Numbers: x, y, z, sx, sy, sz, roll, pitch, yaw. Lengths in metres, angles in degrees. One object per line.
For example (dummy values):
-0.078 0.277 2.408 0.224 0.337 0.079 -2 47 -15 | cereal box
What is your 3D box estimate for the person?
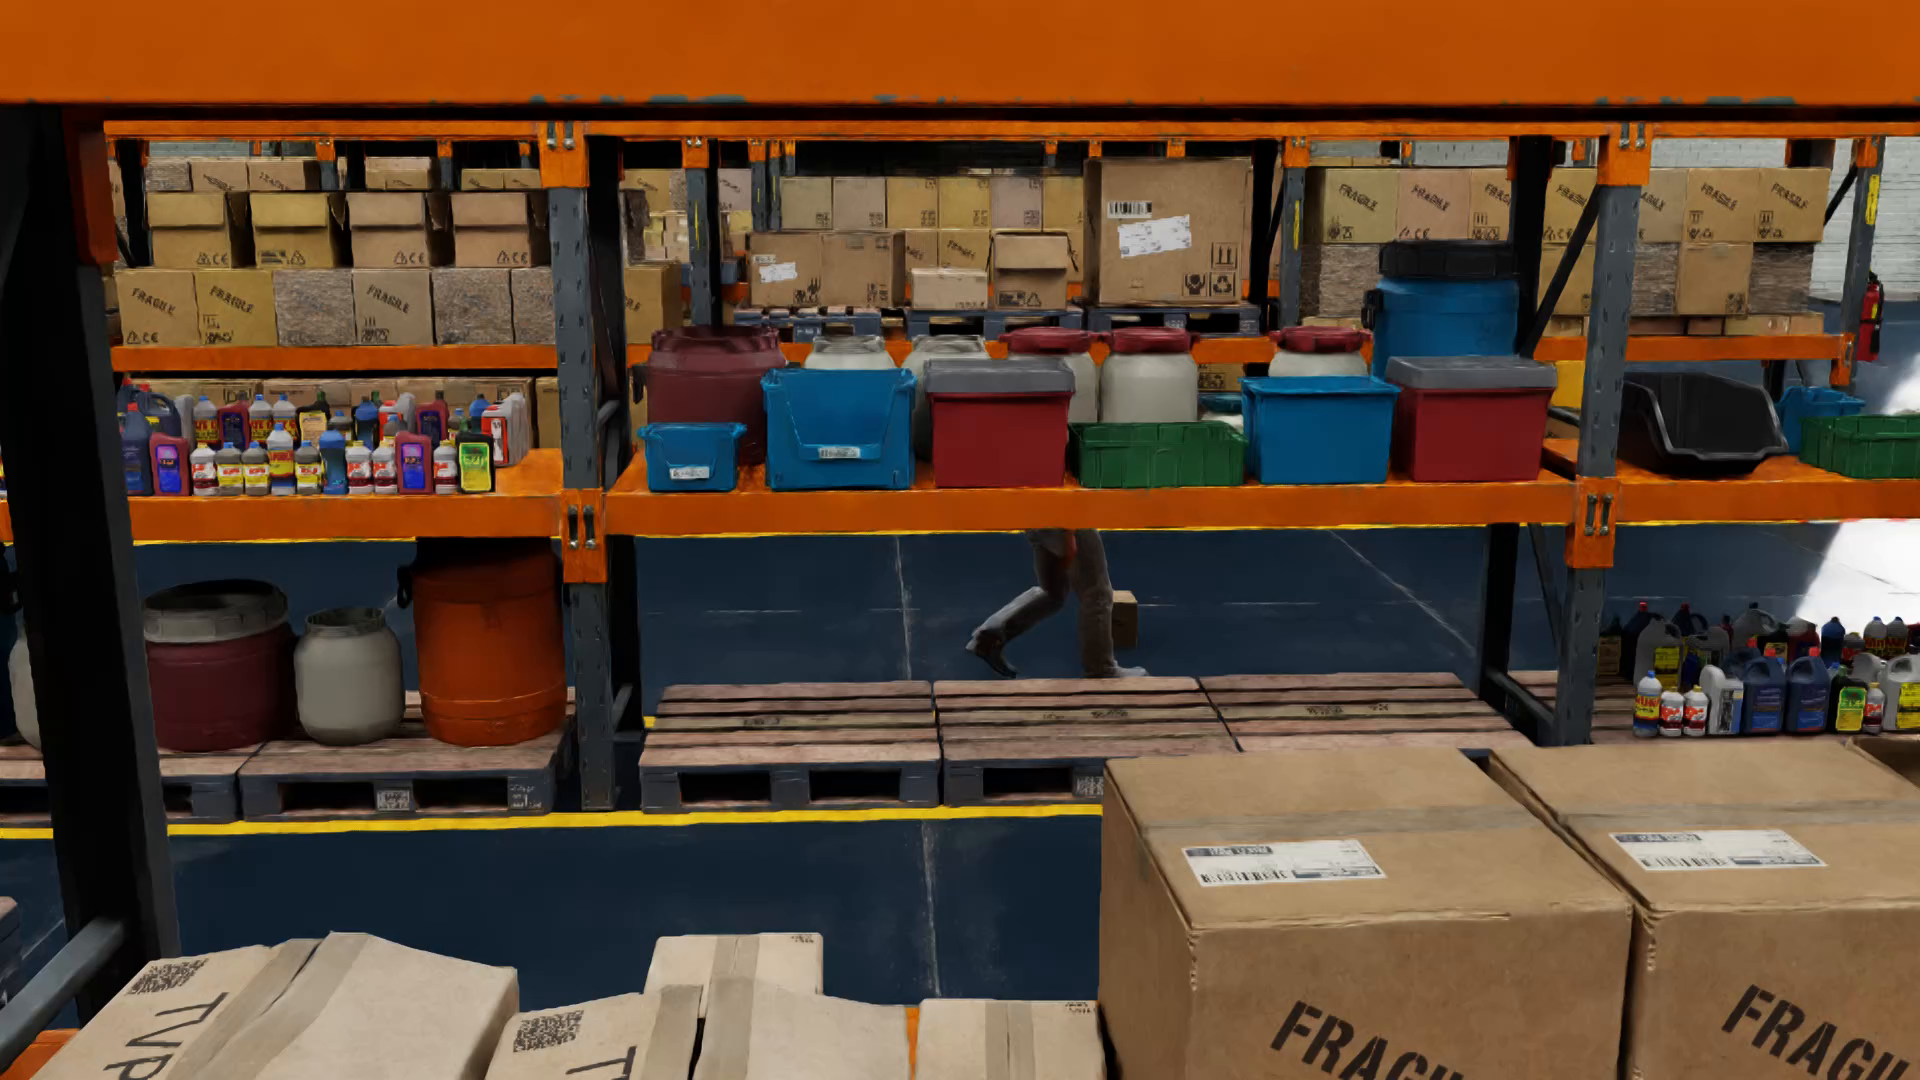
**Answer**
0.482 -0.109 7.913 0.878 1.757 0.569 -4 14 -17 | person
